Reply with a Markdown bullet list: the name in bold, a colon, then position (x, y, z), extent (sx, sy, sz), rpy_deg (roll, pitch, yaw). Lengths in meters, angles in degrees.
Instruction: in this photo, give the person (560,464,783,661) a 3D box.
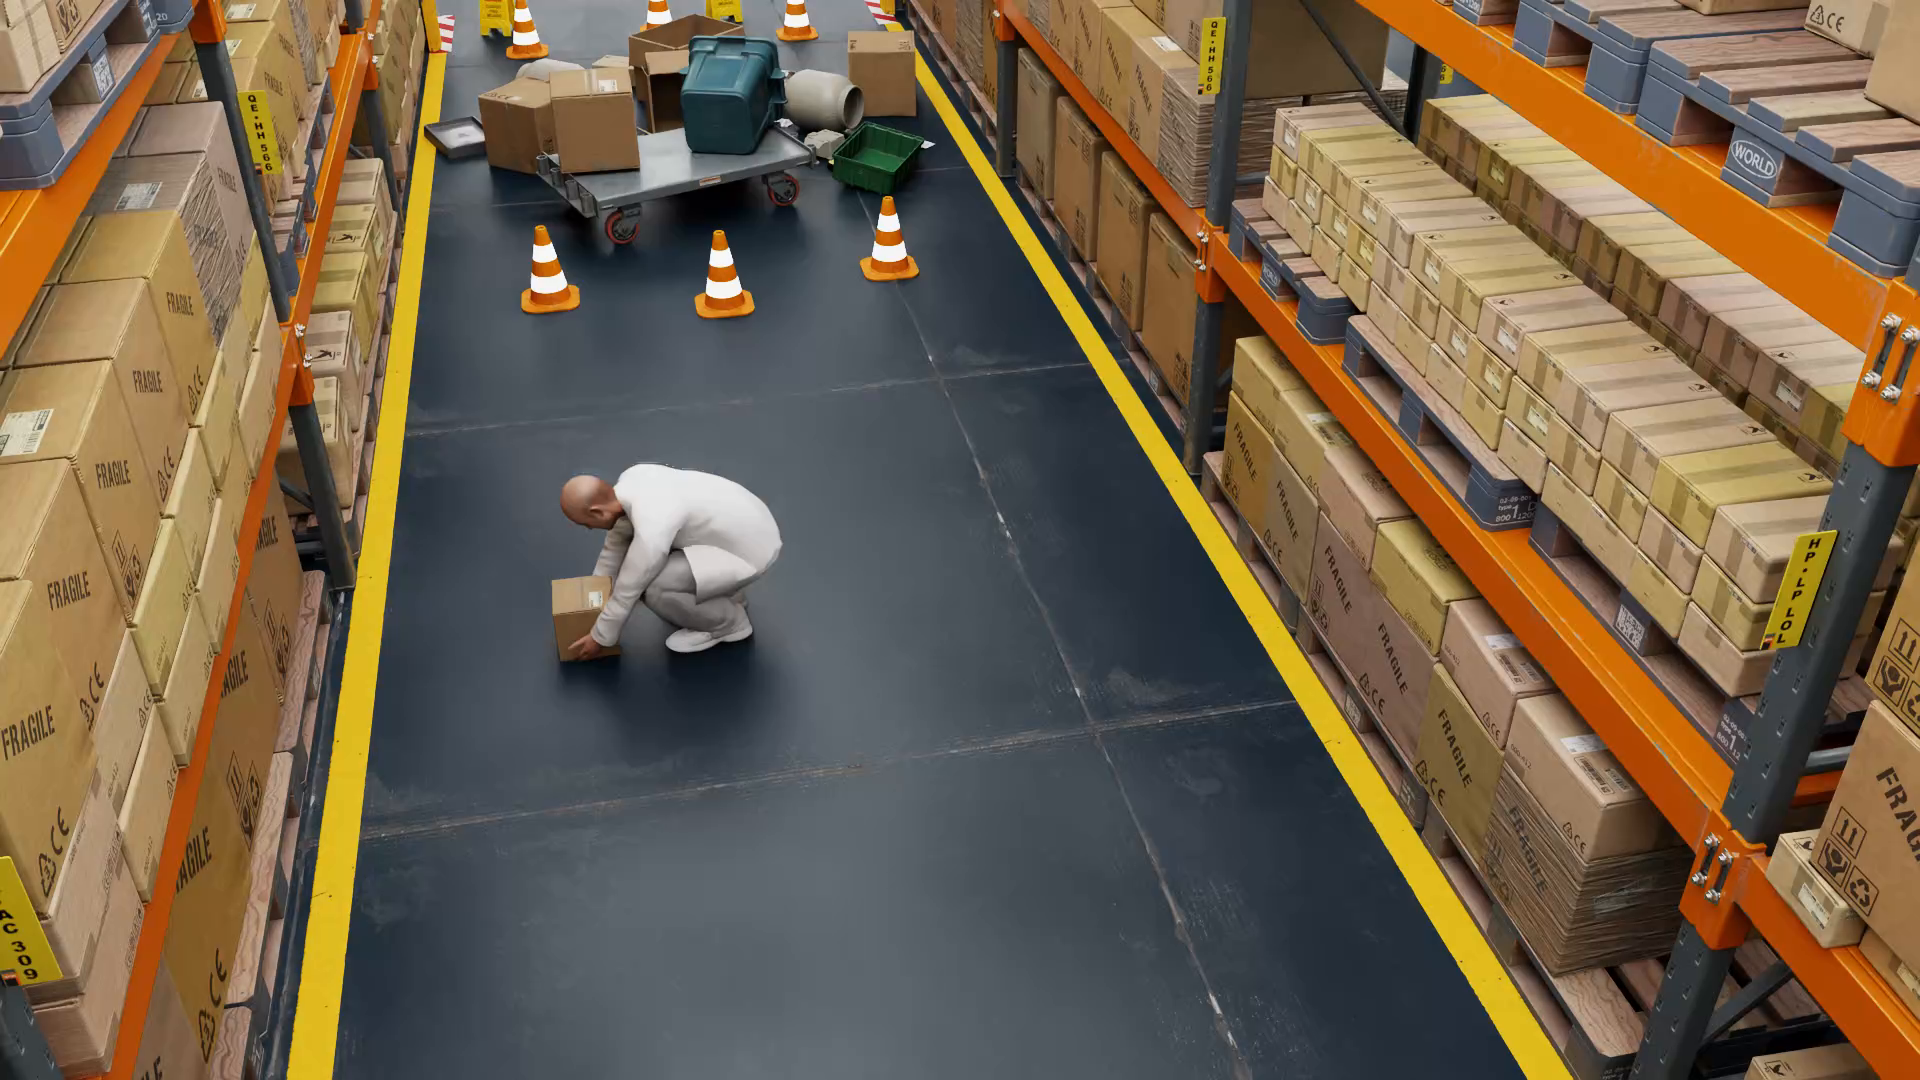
- **person**: position (-1.211, 0.049, 6.940), extent (0.935, 0.878, 0.587), rpy_deg (-7, 35, -10)
